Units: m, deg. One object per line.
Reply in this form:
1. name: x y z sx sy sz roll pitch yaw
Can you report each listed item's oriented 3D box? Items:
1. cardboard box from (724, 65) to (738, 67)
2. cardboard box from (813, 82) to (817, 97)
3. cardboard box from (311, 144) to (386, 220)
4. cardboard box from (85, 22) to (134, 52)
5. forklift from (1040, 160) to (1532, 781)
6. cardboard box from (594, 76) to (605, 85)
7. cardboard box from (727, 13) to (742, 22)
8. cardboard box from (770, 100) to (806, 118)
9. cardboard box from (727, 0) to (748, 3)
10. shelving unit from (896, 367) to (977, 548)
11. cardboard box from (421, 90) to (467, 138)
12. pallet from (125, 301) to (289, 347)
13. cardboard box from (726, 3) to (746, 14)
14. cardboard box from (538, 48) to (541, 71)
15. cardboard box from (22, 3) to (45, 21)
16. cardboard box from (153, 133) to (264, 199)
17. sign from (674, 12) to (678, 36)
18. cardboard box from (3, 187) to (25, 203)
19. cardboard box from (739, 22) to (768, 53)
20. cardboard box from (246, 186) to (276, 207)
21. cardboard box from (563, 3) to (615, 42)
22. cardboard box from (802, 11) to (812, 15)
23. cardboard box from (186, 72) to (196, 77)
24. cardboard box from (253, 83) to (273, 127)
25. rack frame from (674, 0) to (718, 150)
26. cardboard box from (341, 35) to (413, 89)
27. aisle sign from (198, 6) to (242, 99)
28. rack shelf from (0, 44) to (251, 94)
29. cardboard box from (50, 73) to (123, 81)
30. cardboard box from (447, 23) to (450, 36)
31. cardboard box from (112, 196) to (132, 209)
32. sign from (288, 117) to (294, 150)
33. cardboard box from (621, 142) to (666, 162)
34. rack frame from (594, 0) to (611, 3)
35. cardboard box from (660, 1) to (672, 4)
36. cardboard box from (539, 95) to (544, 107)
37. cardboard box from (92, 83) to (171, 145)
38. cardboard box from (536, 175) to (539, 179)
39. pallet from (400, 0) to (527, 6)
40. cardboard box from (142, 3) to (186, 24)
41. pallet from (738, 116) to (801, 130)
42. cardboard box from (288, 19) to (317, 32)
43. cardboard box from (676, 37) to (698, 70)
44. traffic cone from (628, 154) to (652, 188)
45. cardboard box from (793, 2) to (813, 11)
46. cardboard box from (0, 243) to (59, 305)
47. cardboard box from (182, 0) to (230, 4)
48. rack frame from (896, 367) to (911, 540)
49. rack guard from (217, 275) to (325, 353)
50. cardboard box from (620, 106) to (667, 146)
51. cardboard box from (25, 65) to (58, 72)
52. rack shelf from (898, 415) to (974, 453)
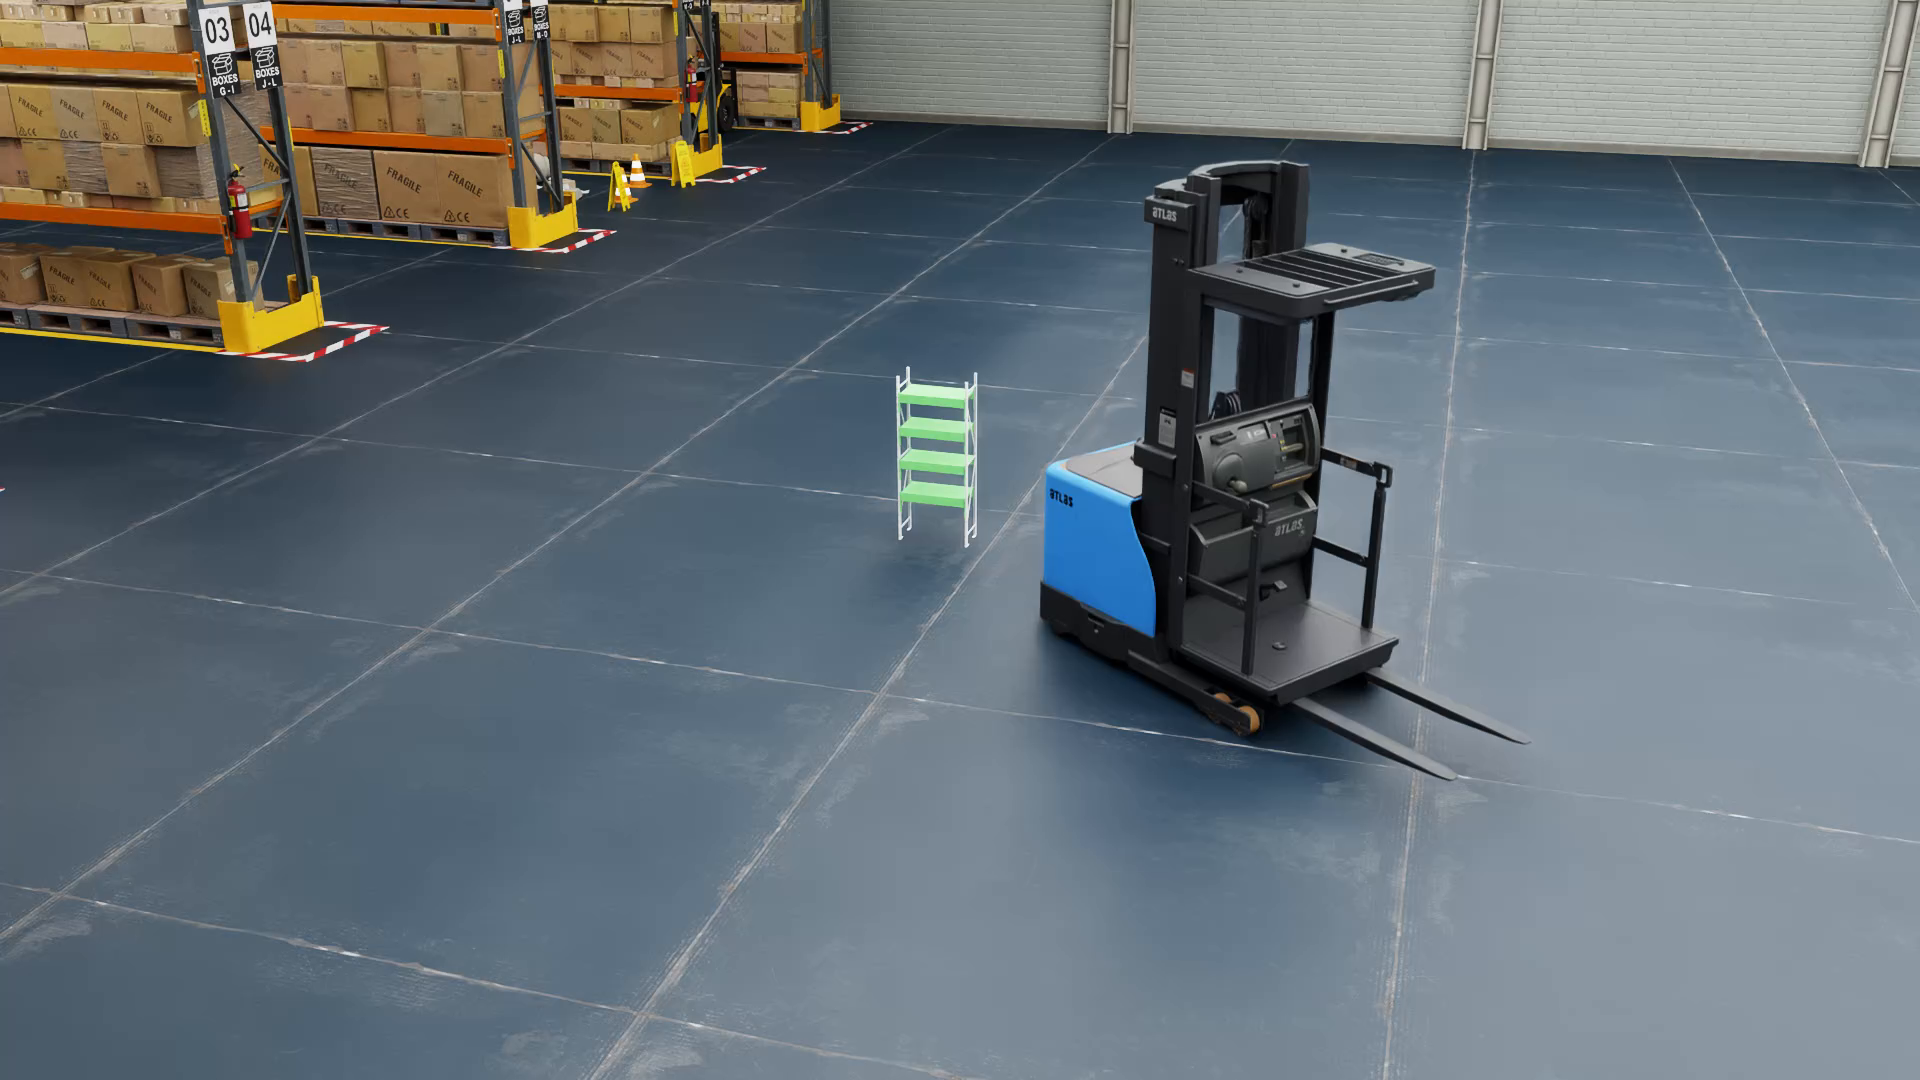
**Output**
1. cardboard box: -4.369 -8.503 30.299 0.500 0.250 0.500 6 23 14
2. cardboard box: -2.910 -8.106 29.991 0.500 0.250 0.500 7 23 16
3. cardboard box: -7.667 -4.670 21.450 0.875 0.875 0.875 7 23 16
4. cardboard box: -7.827 -4.754 15.652 0.500 0.250 0.500 7 23 16
5. forklift: 1.793 -0.488 9.098 1.130 2.935 3.031 -16 27 -34
6. cardboard box: -5.344 -6.989 25.186 0.250 0.149 0.380 7 23 16
7. cardboard box: -3.920 -9.220 29.308 0.250 0.149 0.380 6 23 14
8. cardboard box: -3.061 -7.685 29.622 0.500 0.250 0.500 7 23 16
9. cardboard box: -3.993 -9.606 29.857 0.250 0.149 0.380 6 23 14
10. shelving unit: -0.158 -0.573 11.587 0.503 1.200 0.258 7 23 16
11. cardboard box: -6.185 -5.358 20.683 0.550 0.550 0.875 7 23 16
12. pallet: -7.653 -2.241 16.956 1.213 0.211 1.003 7 23 16
13. cardboard box: -3.926 -9.350 29.232 0.250 0.149 0.380 7 23 17
14. cardboard box: -6.475 -7.388 25.306 0.500 0.500 0.500 6 23 15
15. cardboard box: -8.661 -5.033 15.808 0.250 0.149 0.380 5 23 13
16. cardboard box: -7.332 -3.676 16.254 0.500 0.500 0.875 7 23 16
17. sign: -4.130 -7.504 24.170 0.005 0.325 0.100 7 23 16
18. cardboard box: -9.320 -3.483 16.639 0.250 0.149 0.380 7 23 16
19. cardboard box: -3.561 -8.891 29.361 0.500 0.500 0.500 7 23 17
20. cardboard box: -7.017 -3.423 16.493 0.250 0.149 0.380 7 23 16
21. cardboard box: -5.503 -7.722 24.801 0.500 0.500 0.700 6 23 15
22. cardboard box: -2.770 -9.304 29.512 0.250 0.149 0.380 6 23 14
23. cardboard box: -9.590 -6.212 21.512 0.500 0.500 0.700 6 23 15
24. cardboard box: -8.756 -5.684 21.477 0.550 0.550 0.875 7 23 16
25. rack frame: -3.950 -7.022 24.936 0.127 3.000 1.000 7 23 16
26. cardboard box: -7.223 -5.984 20.786 0.500 0.550 0.875 7 23 16
27. aisle sign: -6.840 -4.508 15.383 0.004 0.787 0.394 7 23 16
28. rack shelf: -8.728 -4.696 16.260 4.000 0.370 1.077 7 23 16
29. cardboard box: -8.697 -4.391 16.682 0.500 0.500 0.500 7 23 16
30. cardboard box: -8.146 -7.994 26.229 0.500 0.500 0.500 7 23 17
31. cardboard box: -8.101 -3.373 16.372 0.250 0.149 0.380 7 23 16
32. sign: -6.656 -4.019 16.475 0.005 0.325 0.100 7 23 16
33. cardboard box: -4.825 -5.938 25.362 0.500 0.250 0.500 6 23 15
34. rack frame: -6.350 -9.264 30.403 0.127 3.000 1.000 7 23 16
35. cardboard box: -5.134 -9.501 29.601 0.250 0.149 0.380 6 23 15
36. cardboard box: -6.439 -6.747 25.493 0.250 0.149 0.380 8 24 19
37. cardboard box: -7.891 -4.091 15.950 0.500 0.500 0.500 7 23 16
38. cardboard box: -6.363 -5.140 23.637 0.637 0.503 0.797 -9 24 -21
39. pallet: -5.997 -6.637 20.161 1.213 0.211 1.003 7 23 16
40. cardboard box: -7.384 -4.912 15.513 0.250 0.149 0.380 6 23 14
41. pallet: -3.264 -7.604 30.030 1.213 0.211 1.003 7 23 16
42. cardboard box: -10.234 -8.033 26.325 0.500 0.500 0.500 7 23 16
43. cardboard box: -4.324 -7.359 25.233 0.500 0.500 0.500 6 23 15
44. traffic cone: -4.735 -5.427 24.390 0.334 0.463 0.336 7 23 16
45. cardboard box: -2.780 -9.424 29.414 0.250 0.149 0.380 6 23 14
46. cardboard box: -9.720 -2.779 17.333 0.500 0.500 0.500 15 27 32
47. cardboard box: -7.230 -5.102 15.975 0.250 0.149 0.380 7 23 17
48. rack frame: -0.392 -0.600 11.652 0.015 1.200 0.240 7 23 16
49. rack guard: -6.886 -2.273 16.653 0.348 0.500 1.175 7 23 16
50. cardboard box: -4.793 -6.284 25.219 0.500 0.500 0.500 7 23 16
51. cardboard box: -12.031 -6.490 22.191 0.500 0.500 0.700 6 23 15
52. rack shelf: -0.158 -0.736 11.520 0.480 0.148 0.258 7 23 16
